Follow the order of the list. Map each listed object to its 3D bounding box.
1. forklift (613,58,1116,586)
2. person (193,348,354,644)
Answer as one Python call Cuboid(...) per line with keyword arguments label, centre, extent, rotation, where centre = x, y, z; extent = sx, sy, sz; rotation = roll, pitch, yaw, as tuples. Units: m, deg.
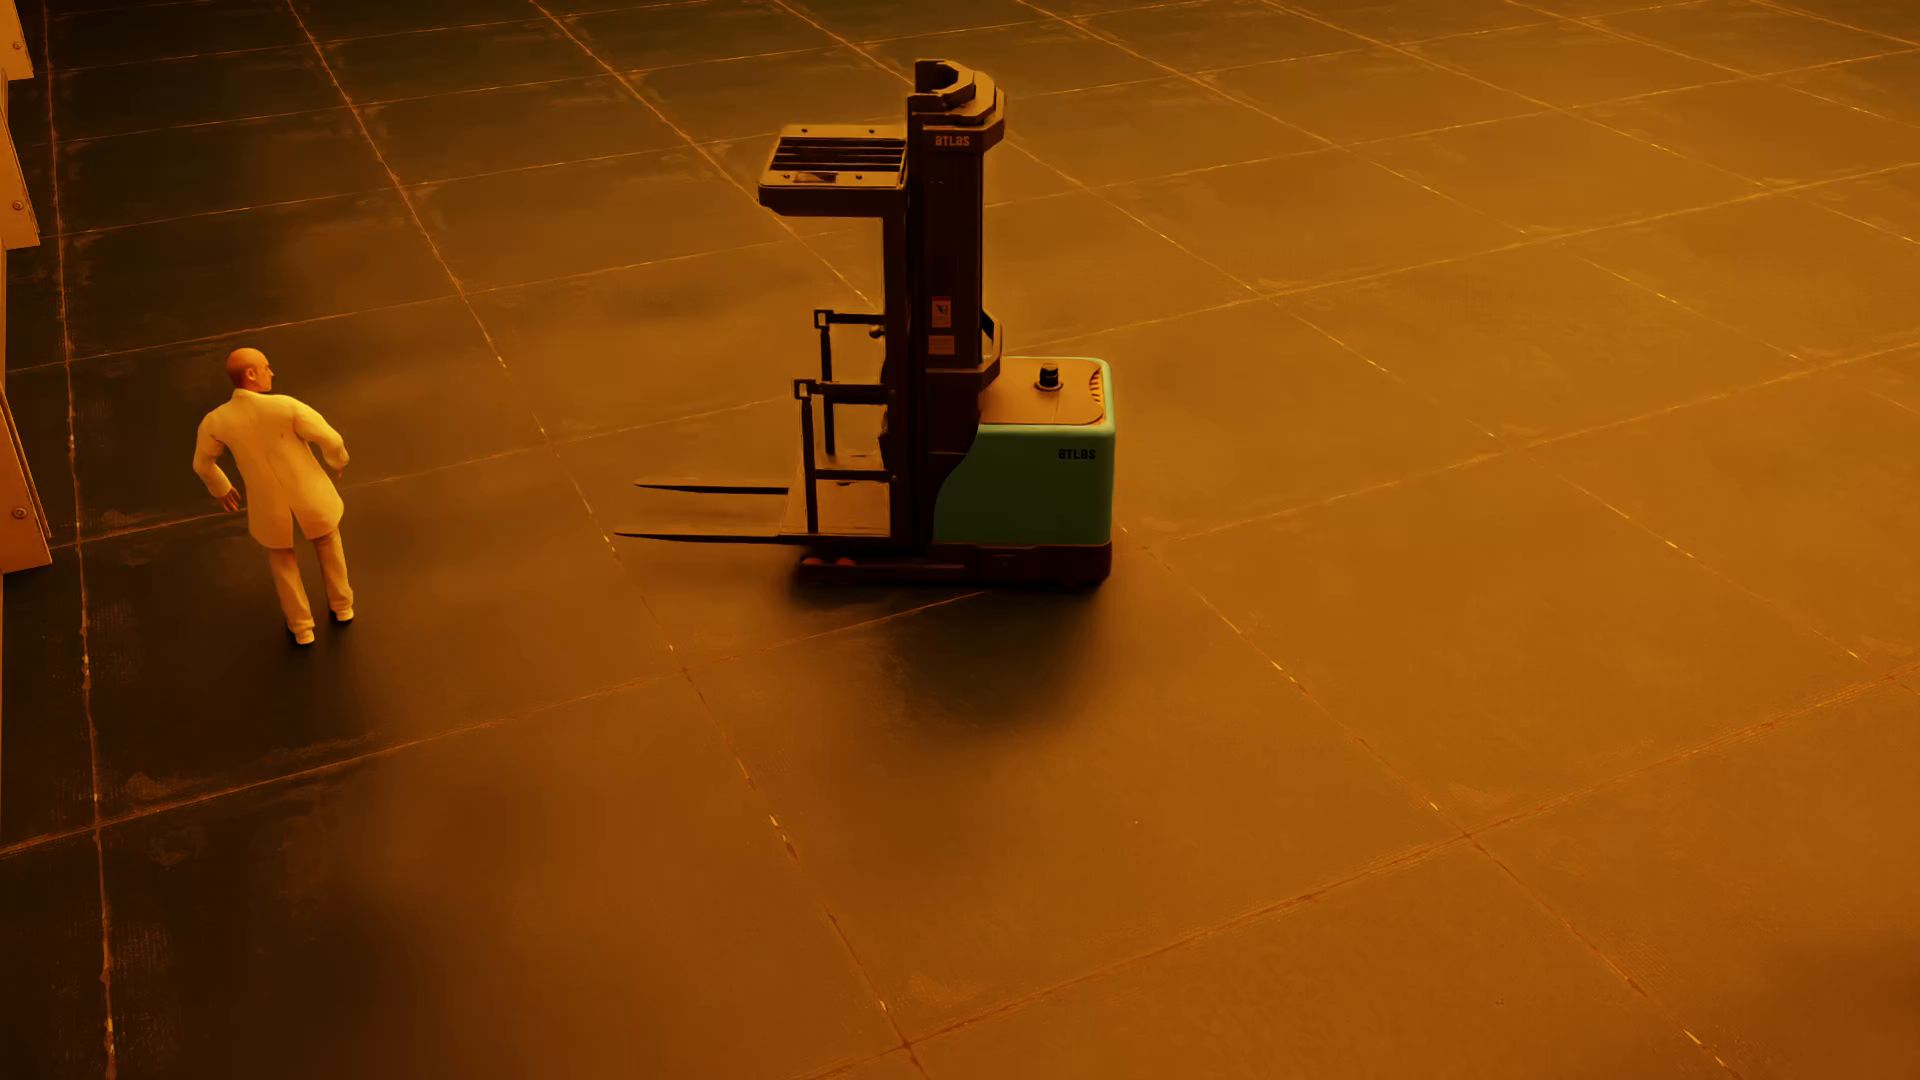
Cuboid(label="forklift", centre=(-0.591, -1.250, 9.734), extent=(3.031, 2.935, 1.130), rotation=(1, 31, 2))
Cuboid(label="person", centre=(-3.787, -0.269, 9.271), extent=(0.787, 1.747, 0.543), rotation=(-9, 32, -15))
